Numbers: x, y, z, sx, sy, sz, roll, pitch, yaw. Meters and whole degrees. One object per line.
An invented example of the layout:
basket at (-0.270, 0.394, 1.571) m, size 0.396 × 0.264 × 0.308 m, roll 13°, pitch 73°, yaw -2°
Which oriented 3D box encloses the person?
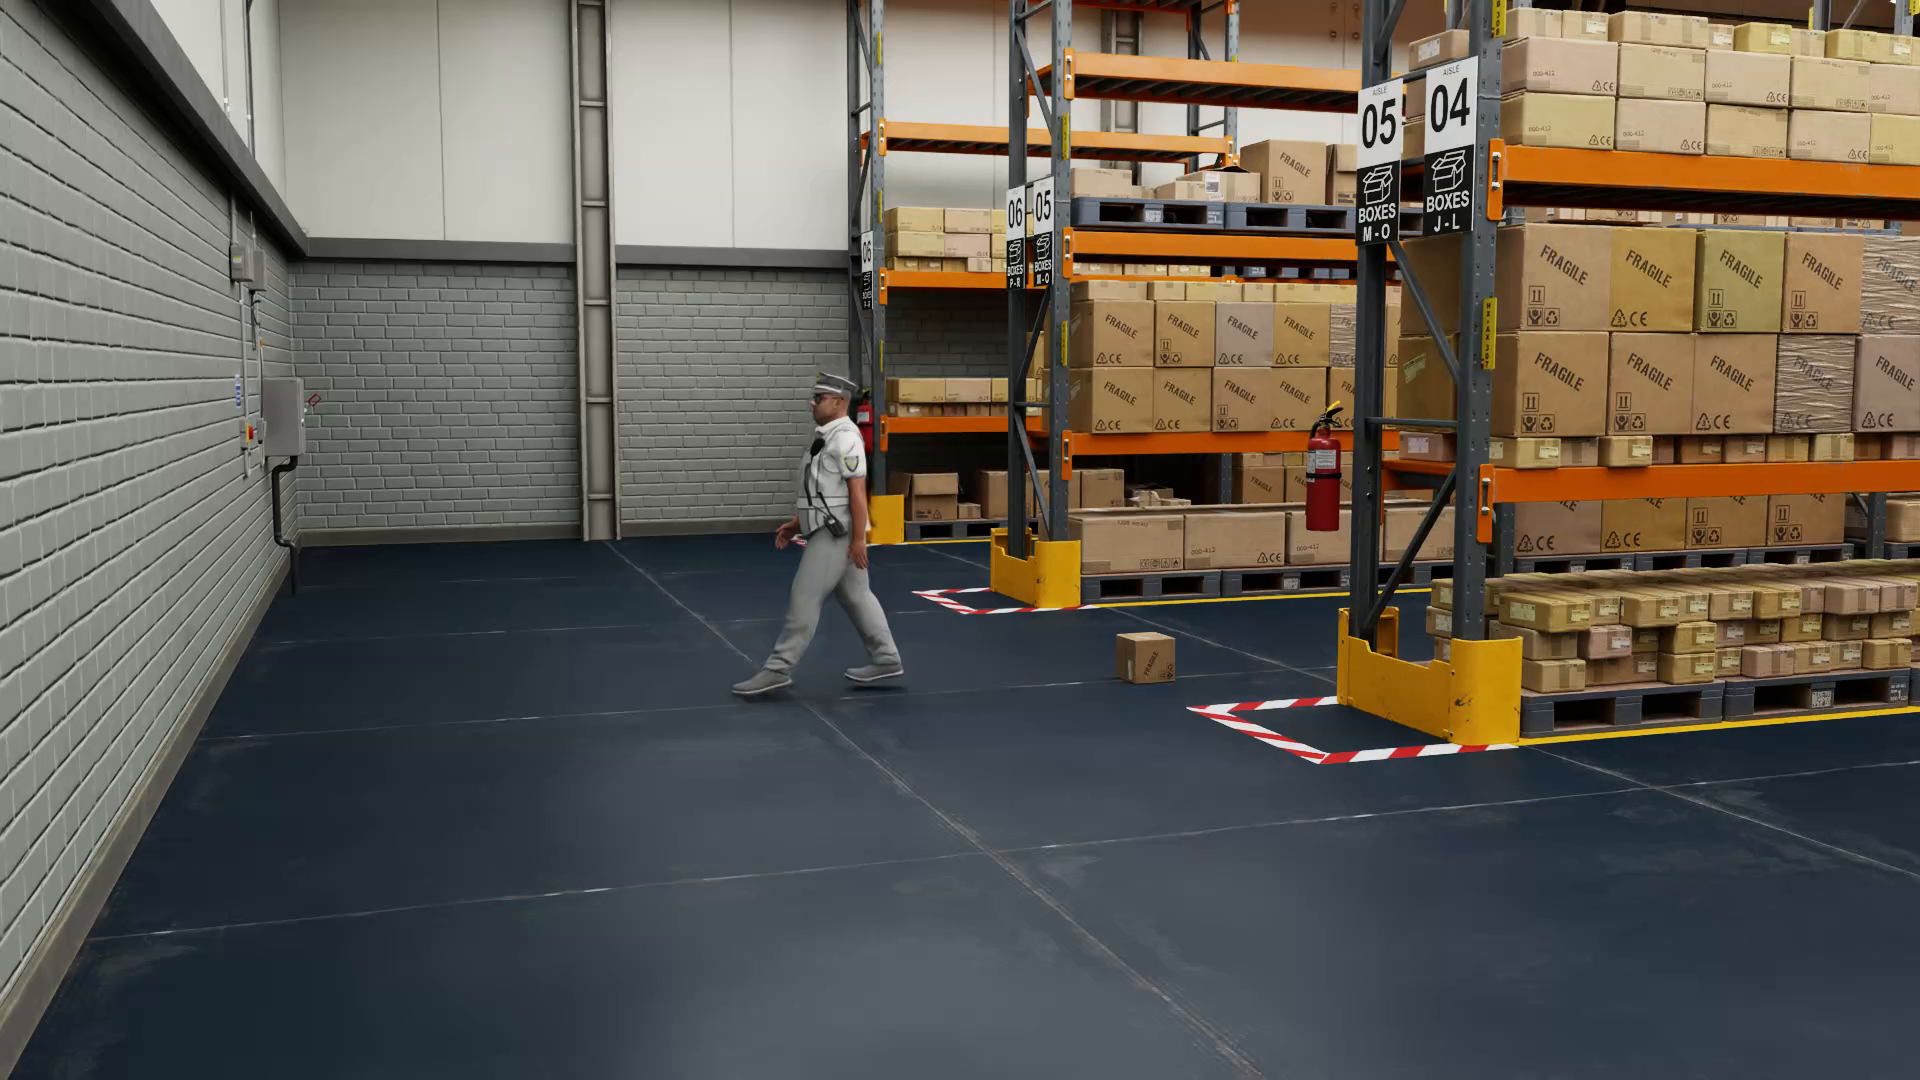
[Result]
person at (-0.784, -0.053, 9.111) m, size 0.965 × 1.738 × 0.550 m, roll -1°, pitch 6°, yaw -11°
